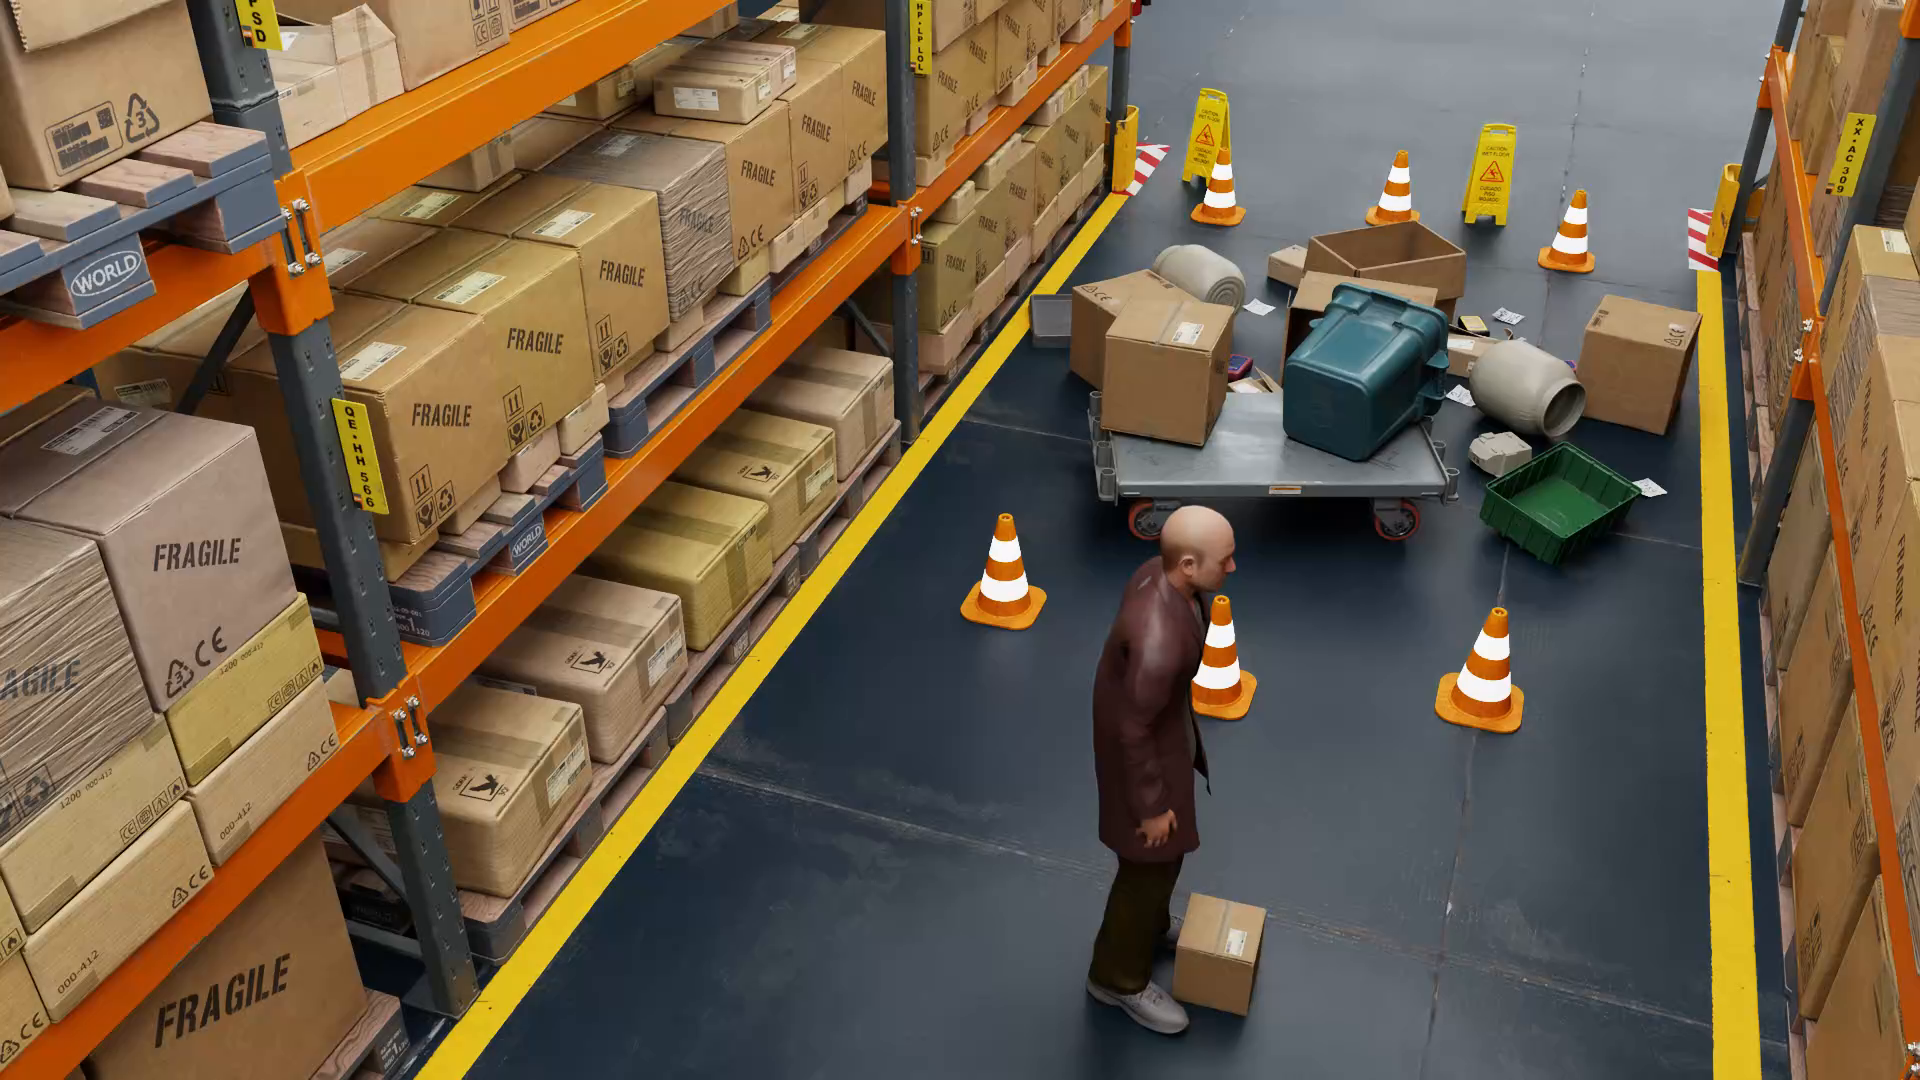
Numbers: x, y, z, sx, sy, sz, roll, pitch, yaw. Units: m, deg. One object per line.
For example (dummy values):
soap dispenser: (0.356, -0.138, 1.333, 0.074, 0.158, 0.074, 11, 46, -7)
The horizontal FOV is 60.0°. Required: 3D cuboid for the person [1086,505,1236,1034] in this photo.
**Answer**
person: (0.616, 0.666, 5.122, 0.428, 1.773, 0.650, 9, 34, 14)
